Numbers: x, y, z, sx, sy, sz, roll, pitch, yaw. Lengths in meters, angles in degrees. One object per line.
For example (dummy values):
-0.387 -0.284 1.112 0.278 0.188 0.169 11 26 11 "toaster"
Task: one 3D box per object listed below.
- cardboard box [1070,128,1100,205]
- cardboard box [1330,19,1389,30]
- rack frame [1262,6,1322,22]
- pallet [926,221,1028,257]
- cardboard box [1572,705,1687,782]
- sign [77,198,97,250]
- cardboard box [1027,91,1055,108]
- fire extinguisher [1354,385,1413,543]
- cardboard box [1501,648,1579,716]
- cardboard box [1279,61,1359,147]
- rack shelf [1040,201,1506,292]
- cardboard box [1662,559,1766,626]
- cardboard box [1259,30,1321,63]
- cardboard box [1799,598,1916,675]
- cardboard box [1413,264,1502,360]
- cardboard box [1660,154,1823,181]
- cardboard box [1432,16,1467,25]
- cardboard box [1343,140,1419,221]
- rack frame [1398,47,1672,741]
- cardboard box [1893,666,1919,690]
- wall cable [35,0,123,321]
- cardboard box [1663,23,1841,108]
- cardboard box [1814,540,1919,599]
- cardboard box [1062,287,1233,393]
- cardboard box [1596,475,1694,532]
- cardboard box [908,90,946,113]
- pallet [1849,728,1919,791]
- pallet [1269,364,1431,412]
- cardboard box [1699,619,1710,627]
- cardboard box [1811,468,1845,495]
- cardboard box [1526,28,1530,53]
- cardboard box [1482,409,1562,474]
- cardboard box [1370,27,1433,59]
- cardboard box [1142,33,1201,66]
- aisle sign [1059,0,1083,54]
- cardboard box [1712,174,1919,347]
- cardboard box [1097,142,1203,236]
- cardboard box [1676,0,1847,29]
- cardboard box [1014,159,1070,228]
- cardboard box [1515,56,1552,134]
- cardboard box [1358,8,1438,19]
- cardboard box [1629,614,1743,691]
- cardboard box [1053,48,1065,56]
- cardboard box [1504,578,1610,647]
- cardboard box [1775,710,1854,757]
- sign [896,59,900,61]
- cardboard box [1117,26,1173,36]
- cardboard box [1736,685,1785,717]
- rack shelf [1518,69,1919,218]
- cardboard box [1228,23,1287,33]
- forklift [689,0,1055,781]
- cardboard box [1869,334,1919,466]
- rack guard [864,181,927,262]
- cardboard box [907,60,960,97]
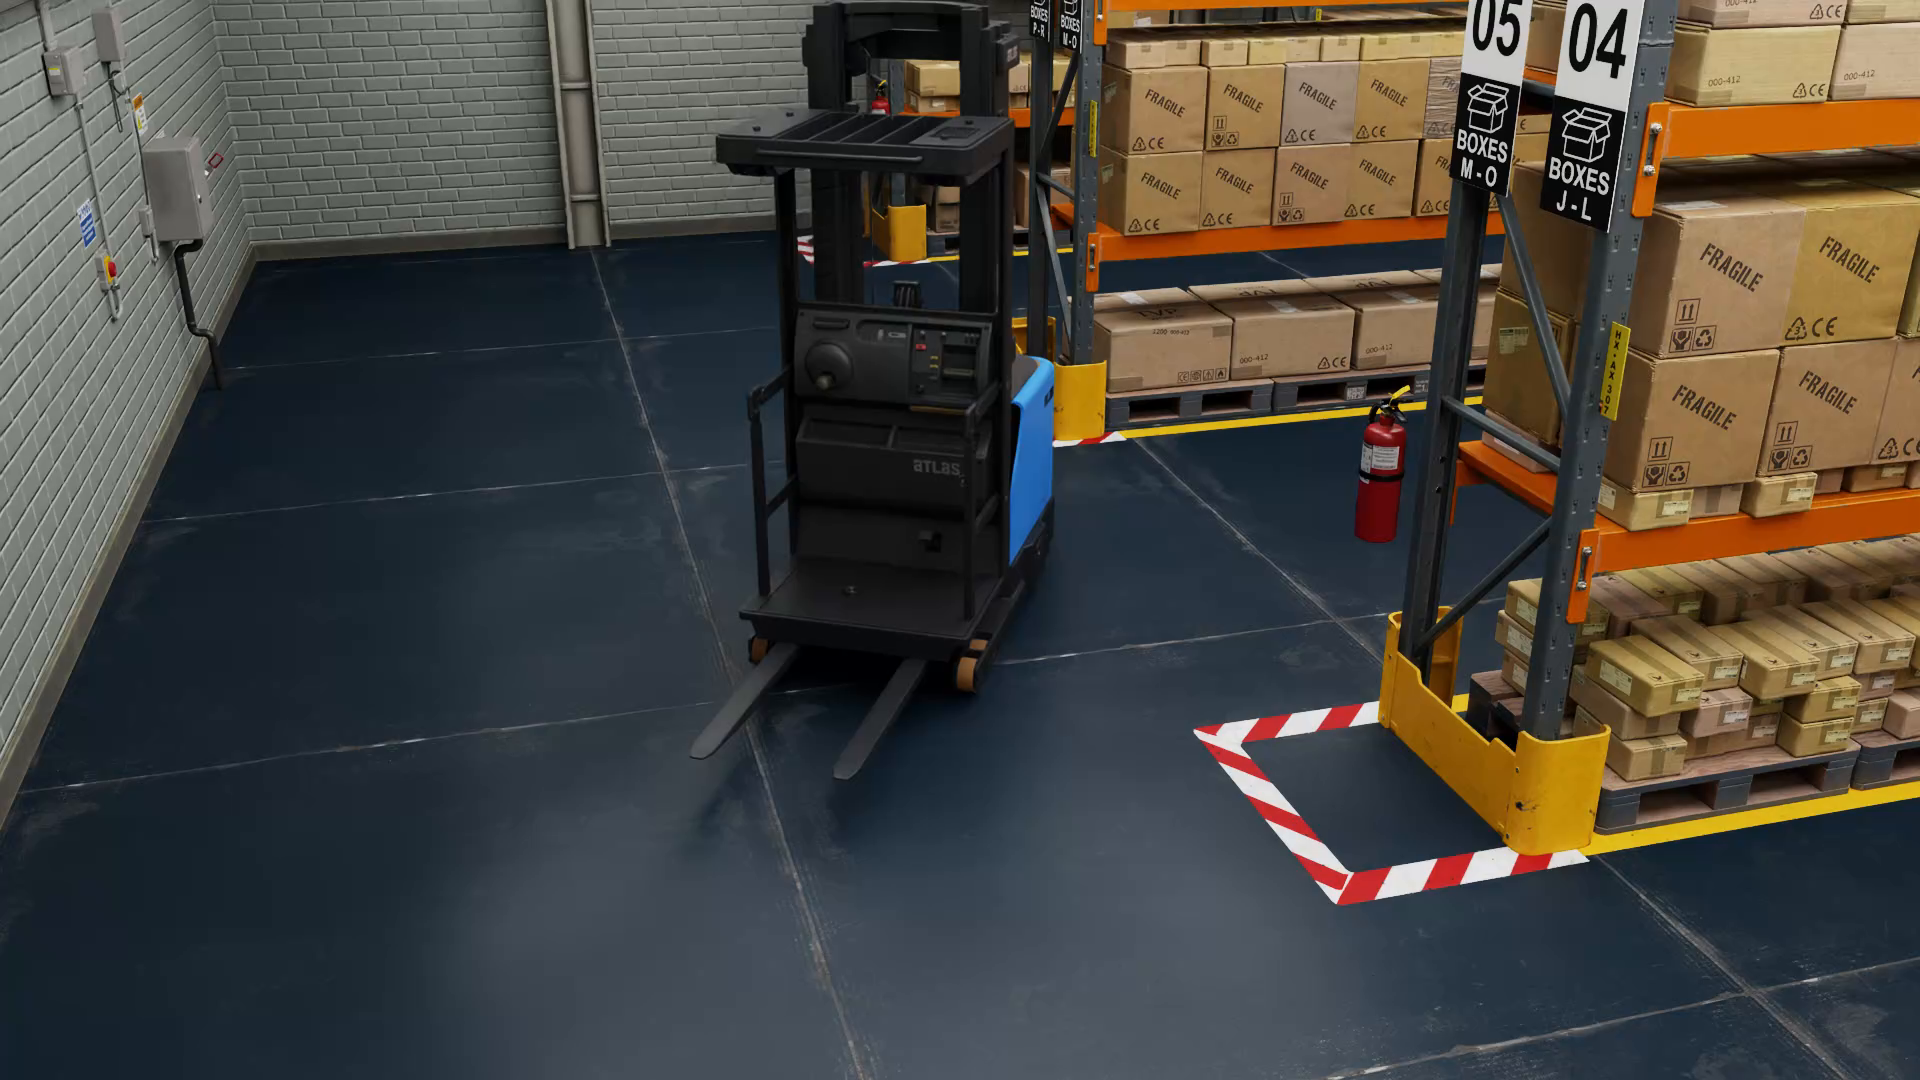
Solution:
1.049 -2.452 11.033 0.500 0.500 0.500 -6 24 -14 "cardboard box"
2.662 -3.393 11.137 0.250 0.149 0.380 -6 24 -14 "cardboard box"
3.163 -4.564 16.083 0.127 3.000 1.000 -6 24 -14 "rack frame"
0.152 -2.950 15.858 1.213 0.211 1.003 -6 24 -14 "pallet"
2.681 0.797 6.670 0.250 0.149 0.380 -6 24 -13 "cardboard box"
-4.813 -1.744 9.167 0.001 0.218 0.327 -6 24 -14 "sign"
0.692 -4.073 15.258 0.250 0.149 0.380 -6 24 -14 "cardboard box"
1.723 -0.327 6.779 0.183 0.674 0.296 -6 24 -14 "fire extinguisher"
2.541 0.596 7.139 0.250 0.149 0.380 -6 24 -13 "cardboard box"
2.184 -2.818 10.618 0.500 0.500 0.500 -6 24 -15 "cardboard box"
2.582 -2.136 11.337 4.000 0.370 1.077 -6 24 -14 "rack shelf"
3.271 0.221 7.258 0.250 0.149 0.380 -7 24 -16 "cardboard box"
2.074 -3.112 10.482 0.250 0.149 0.380 -6 24 -14 "cardboard box"
3.683 0.394 6.855 0.250 0.149 0.380 -5 24 -12 "cardboard box"
3.874 -1.670 12.054 0.875 0.438 0.875 -7 24 -15 "cardboard box"
2.952 -1.225 6.528 0.500 0.500 0.500 -7 24 -16 "cardboard box"
3.400 -3.469 11.312 0.250 0.149 0.380 -6 24 -15 "cardboard box"
2.648 -2.414 10.944 0.500 0.500 0.500 -6 24 -13 "cardboard box"
2.091 -0.385 6.344 0.127 3.000 1.000 -6 24 -14 "rack frame"
3.911 0.474 7.047 0.250 0.149 0.380 -5 24 -12 "cardboard box"
-4.767 -2.126 9.072 0.123 1.953 0.585 -6 24 -14 "wall cable"
2.592 -1.646 5.668 0.500 0.250 0.500 -5 24 -12 "cardboard box"
4.043 0.147 7.432 0.250 0.149 0.380 -6 24 -14 "cardboard box"
1.265 -1.378 11.374 0.875 0.438 0.875 -7 24 -16 "cardboard box"
2.491 -0.180 6.184 0.250 0.149 0.380 -7 24 -15 "cardboard box"
-0.298 -3.954 14.978 0.250 0.149 0.380 -6 24 -15 "cardboard box"
4.128 0.686 7.383 1.213 0.211 1.003 -6 24 -14 "pallet"
2.577 -1.216 11.816 1.213 0.211 1.003 -6 24 -14 "pallet"
3.308 0.385 7.255 0.250 0.149 0.380 -7 24 -15 "cardboard box"
3.211 -0.311 6.489 0.250 0.149 0.380 -5 24 -12 "cardboard box"
3.532 -3.286 10.888 0.250 0.149 0.380 -7 24 -15 "cardboard box"
2.328 -0.412 6.725 0.250 0.149 0.380 -6 24 -14 "cardboard box"
2.816 -3.186 10.653 0.250 0.149 0.380 -6 24 -14 "cardboard box"
1.306 -3.045 10.326 0.250 0.149 0.380 -6 24 -13 "cardboard box"
0.665 -3.331 9.912 0.004 0.787 0.394 -6 24 -14 "aisle sign"
3.079 -1.031 6.076 0.500 0.500 0.500 -6 24 -13 "cardboard box"
1.196 -2.242 10.544 0.500 0.500 0.500 -7 24 -15 "cardboard box"
2.593 -1.874 5.565 0.500 0.250 0.500 -6 24 -14 "cardboard box"
0.760 -3.288 15.746 0.500 0.500 0.700 -5 24 -12 "cardboard box"
3.637 -2.979 10.995 0.500 0.500 0.500 -7 24 -15 "cardboard box"
4.188 -4.825 16.031 0.500 0.500 0.700 -6 24 -14 "cardboard box"
2.920 0.456 6.711 0.250 0.149 0.380 -6 24 -13 "cardboard box"
1.161 -4.517 15.785 0.500 0.250 0.500 -6 24 -14 "cardboard box"
2.532 0.306 7.062 0.250 0.149 0.380 -6 24 -14 "cardboard box"
3.424 0.724 6.842 0.250 0.149 0.380 -6 24 -14 "cardboard box"
-0.542 -4.330 14.439 0.005 0.325 0.100 -6 24 -14 "sign"
1.186 -3.208 10.705 0.250 0.149 0.380 -6 24 -13 "cardboard box"
3.155 0.569 6.825 0.250 0.149 0.380 -6 24 -14 "cardboard box"
4.016 -1.646 6.391 4.000 0.370 1.077 -6 24 -14 "rack shelf"
1.936 -3.280 10.872 0.250 0.149 0.380 -7 24 -15 "cardboard box"
-0.366 -0.815 7.433 1.130 2.935 3.031 6 24 14 "forklift"
3.581 -0.625 6.399 0.500 0.500 0.500 -6 24 -14 "cardboard box"
-0.615 -2.997 15.602 0.348 0.500 1.175 -6 24 -14 "rack guard"
-0.179 -4.152 14.935 0.500 0.250 0.500 -6 24 -14 "cardboard box"
